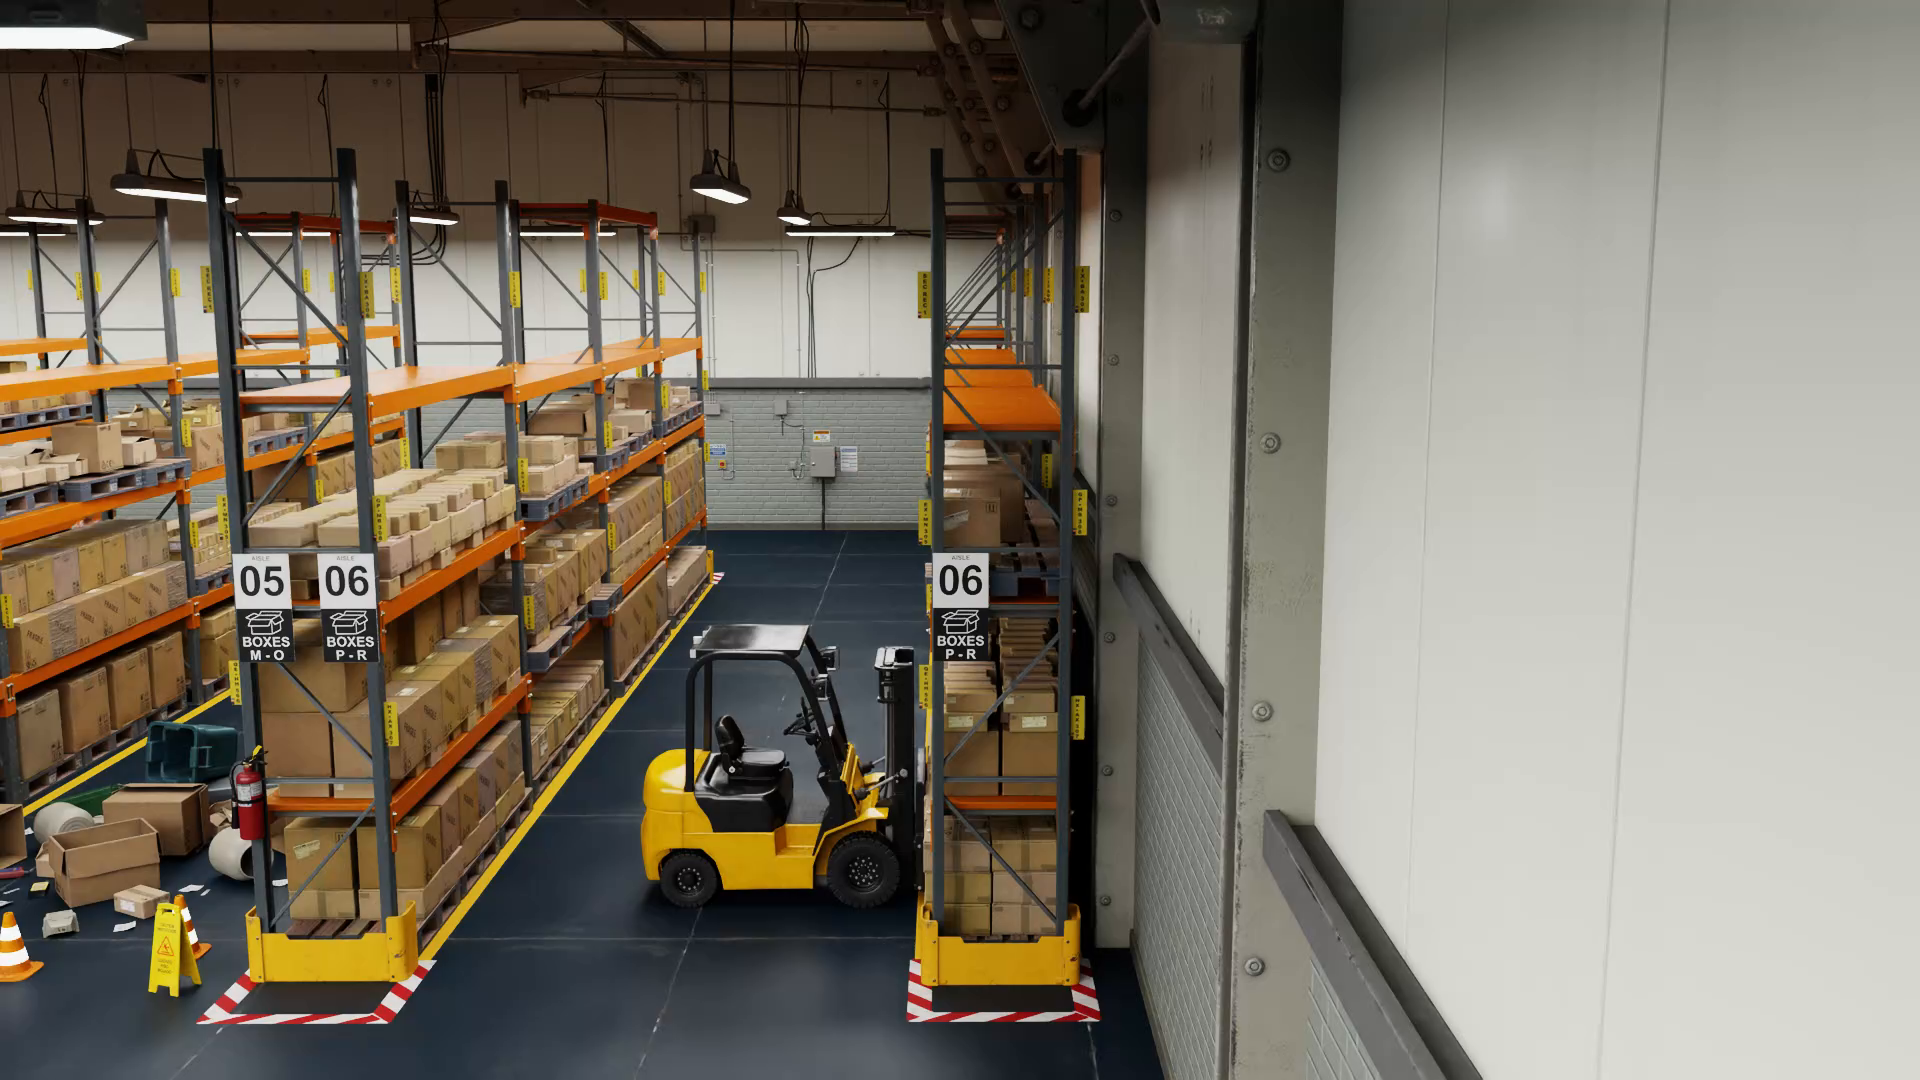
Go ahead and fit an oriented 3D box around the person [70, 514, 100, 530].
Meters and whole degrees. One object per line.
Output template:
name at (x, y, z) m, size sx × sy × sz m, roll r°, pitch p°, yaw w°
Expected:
person at (-12.875, 0.328, 24.661) m, size 0.664 × 1.772 × 1.000 m, roll -1°, pitch 9°, yaw -6°
